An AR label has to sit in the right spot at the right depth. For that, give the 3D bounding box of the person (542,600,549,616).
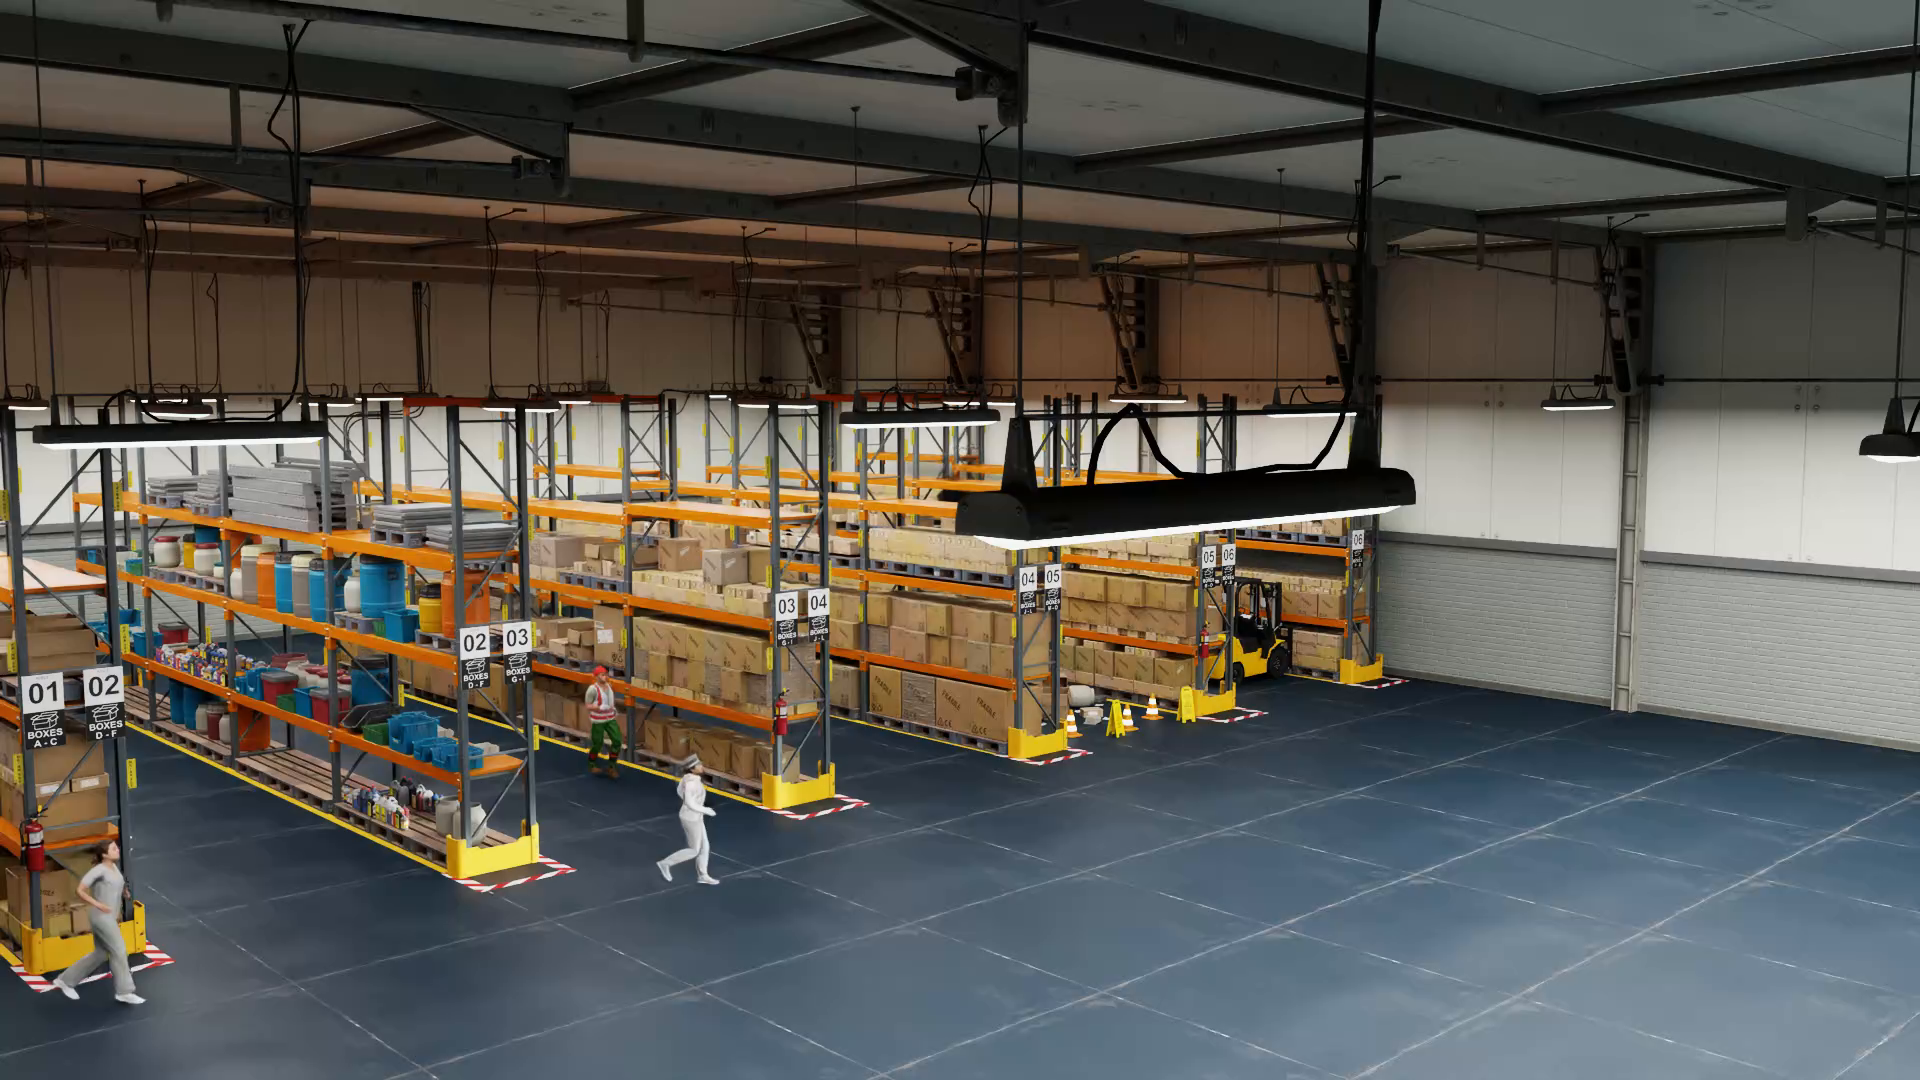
[{"bbox_3d":[-10.352,1.521,40.998,0.542,1.693,0.710,0,6,0],"label":"person"}]

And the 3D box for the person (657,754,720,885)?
[{"bbox_3d":[-3.408,3.503,20.790,0.780,1.695,0.622,-1,6,-14],"label":"person"}]

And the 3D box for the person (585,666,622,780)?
[{"bbox_3d":[-5.660,2.901,26.363,0.764,1.836,0.630,5,8,44],"label":"person"}]

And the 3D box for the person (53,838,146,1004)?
[{"bbox_3d":[-8.763,3.886,16.988,0.889,1.683,0.593,-1,6,-9],"label":"person"}]
